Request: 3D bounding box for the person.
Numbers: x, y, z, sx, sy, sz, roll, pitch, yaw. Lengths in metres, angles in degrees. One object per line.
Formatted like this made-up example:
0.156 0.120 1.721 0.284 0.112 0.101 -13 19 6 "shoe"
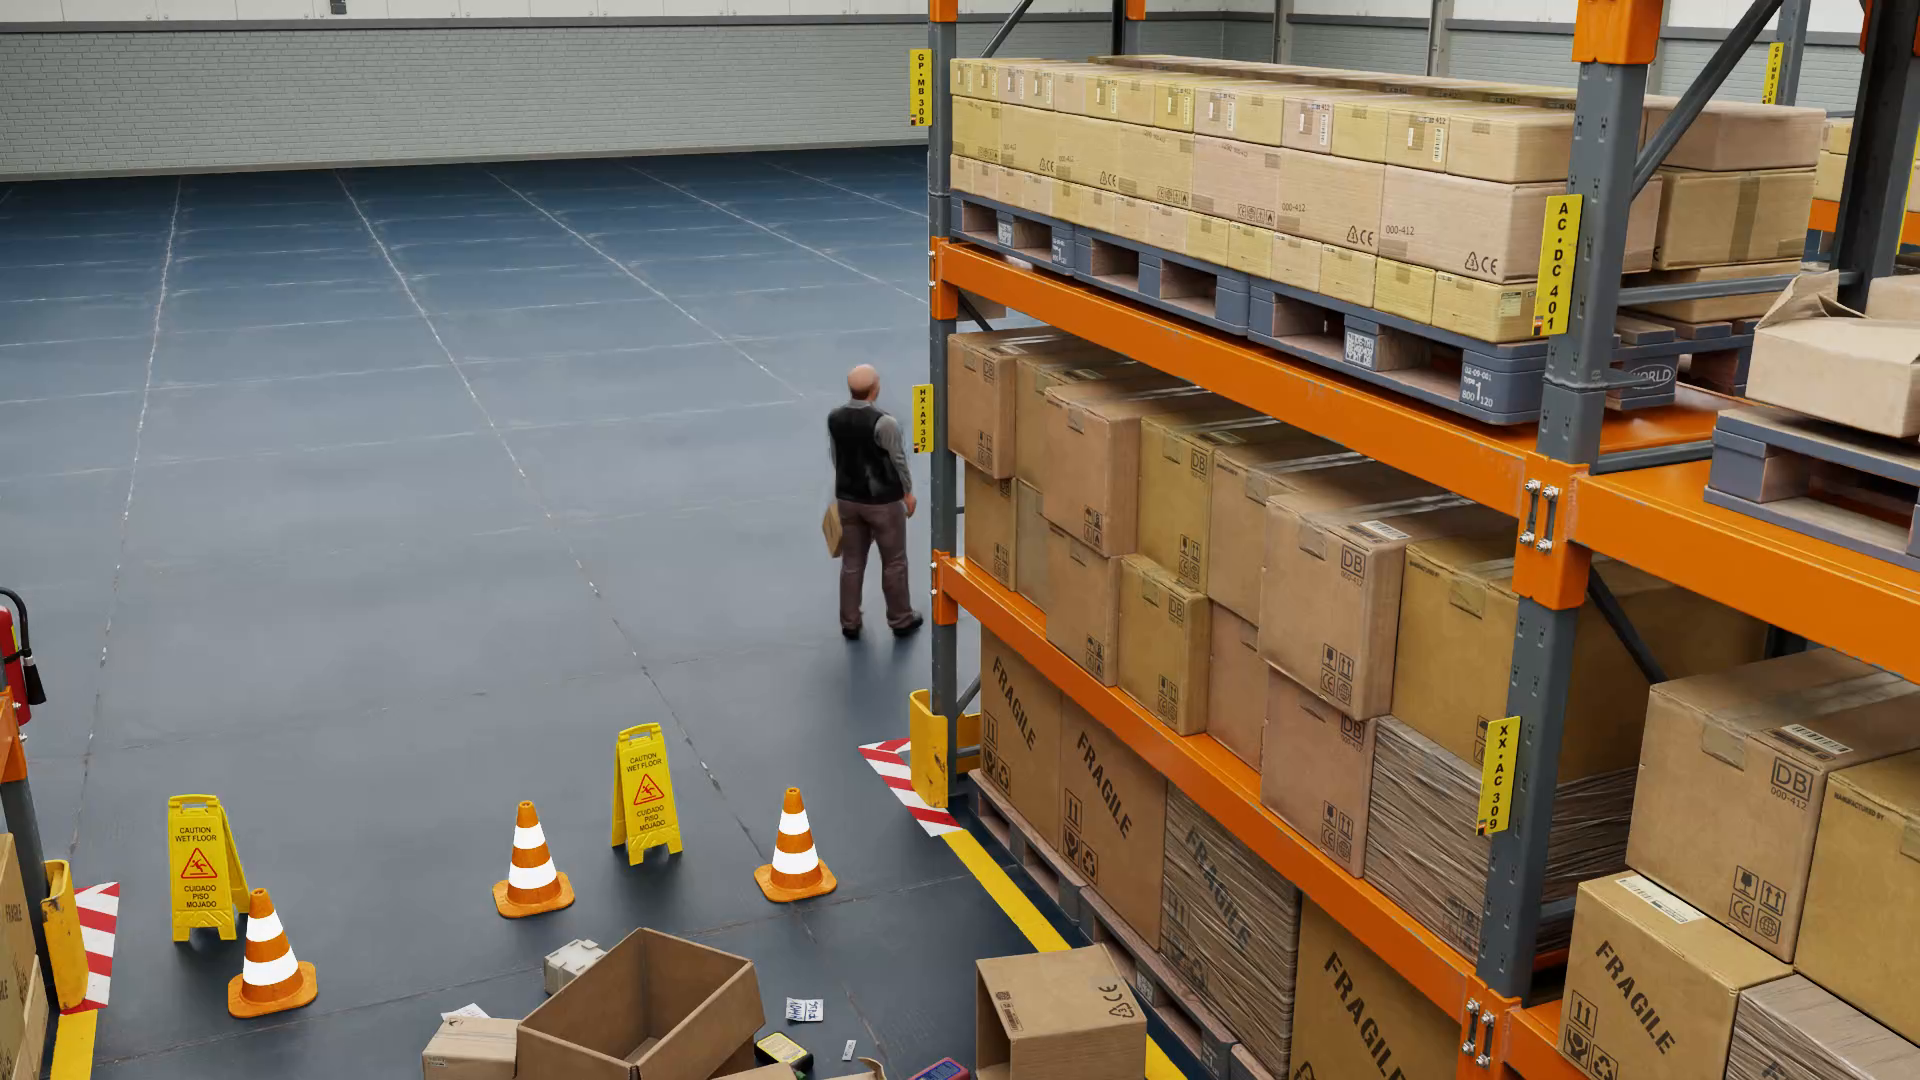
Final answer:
-0.517 -0.251 10.277 0.543 1.728 0.512 12 22 32 "person"
